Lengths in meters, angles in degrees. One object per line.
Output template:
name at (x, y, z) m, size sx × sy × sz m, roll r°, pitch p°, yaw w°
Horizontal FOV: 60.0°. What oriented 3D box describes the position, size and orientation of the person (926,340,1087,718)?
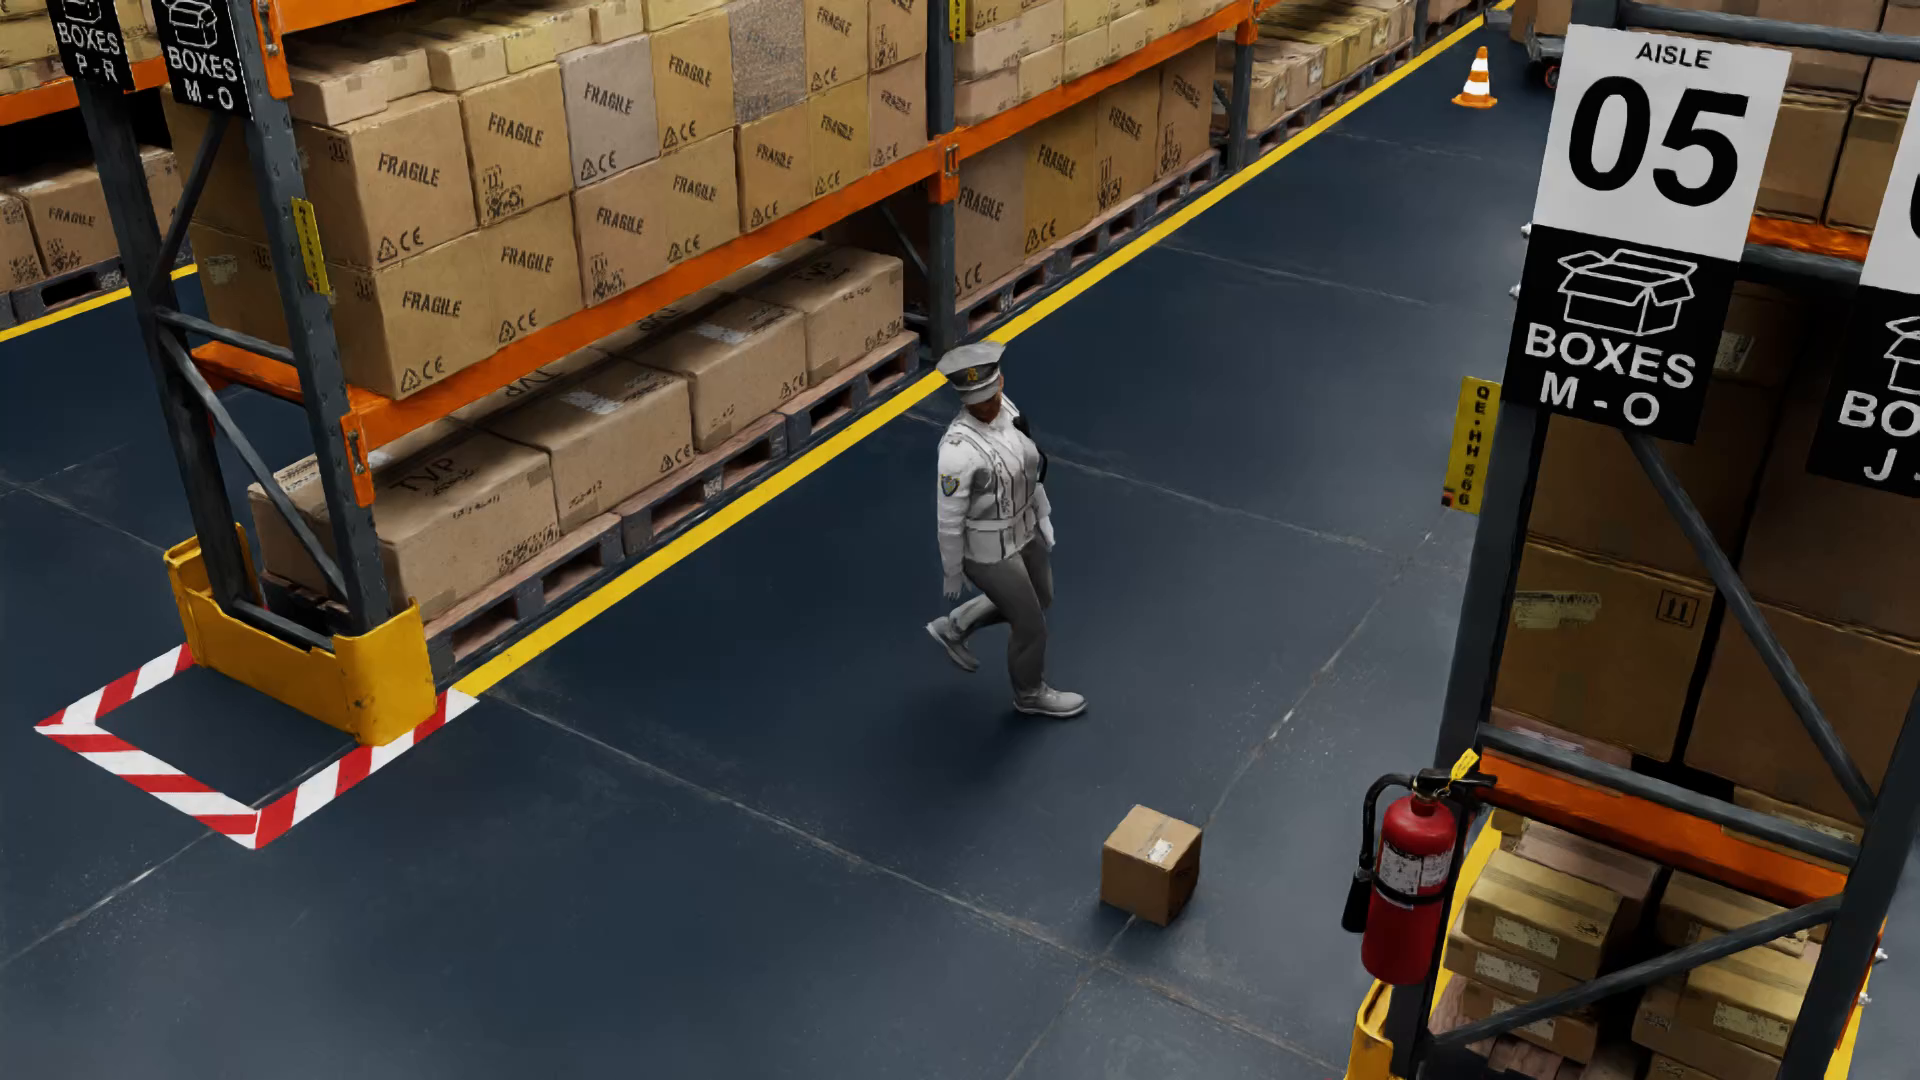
person at (0.137, 0.006, 6.148) m, size 0.647 × 1.623 × 0.520 m, roll 11°, pitch 32°, yaw 18°
